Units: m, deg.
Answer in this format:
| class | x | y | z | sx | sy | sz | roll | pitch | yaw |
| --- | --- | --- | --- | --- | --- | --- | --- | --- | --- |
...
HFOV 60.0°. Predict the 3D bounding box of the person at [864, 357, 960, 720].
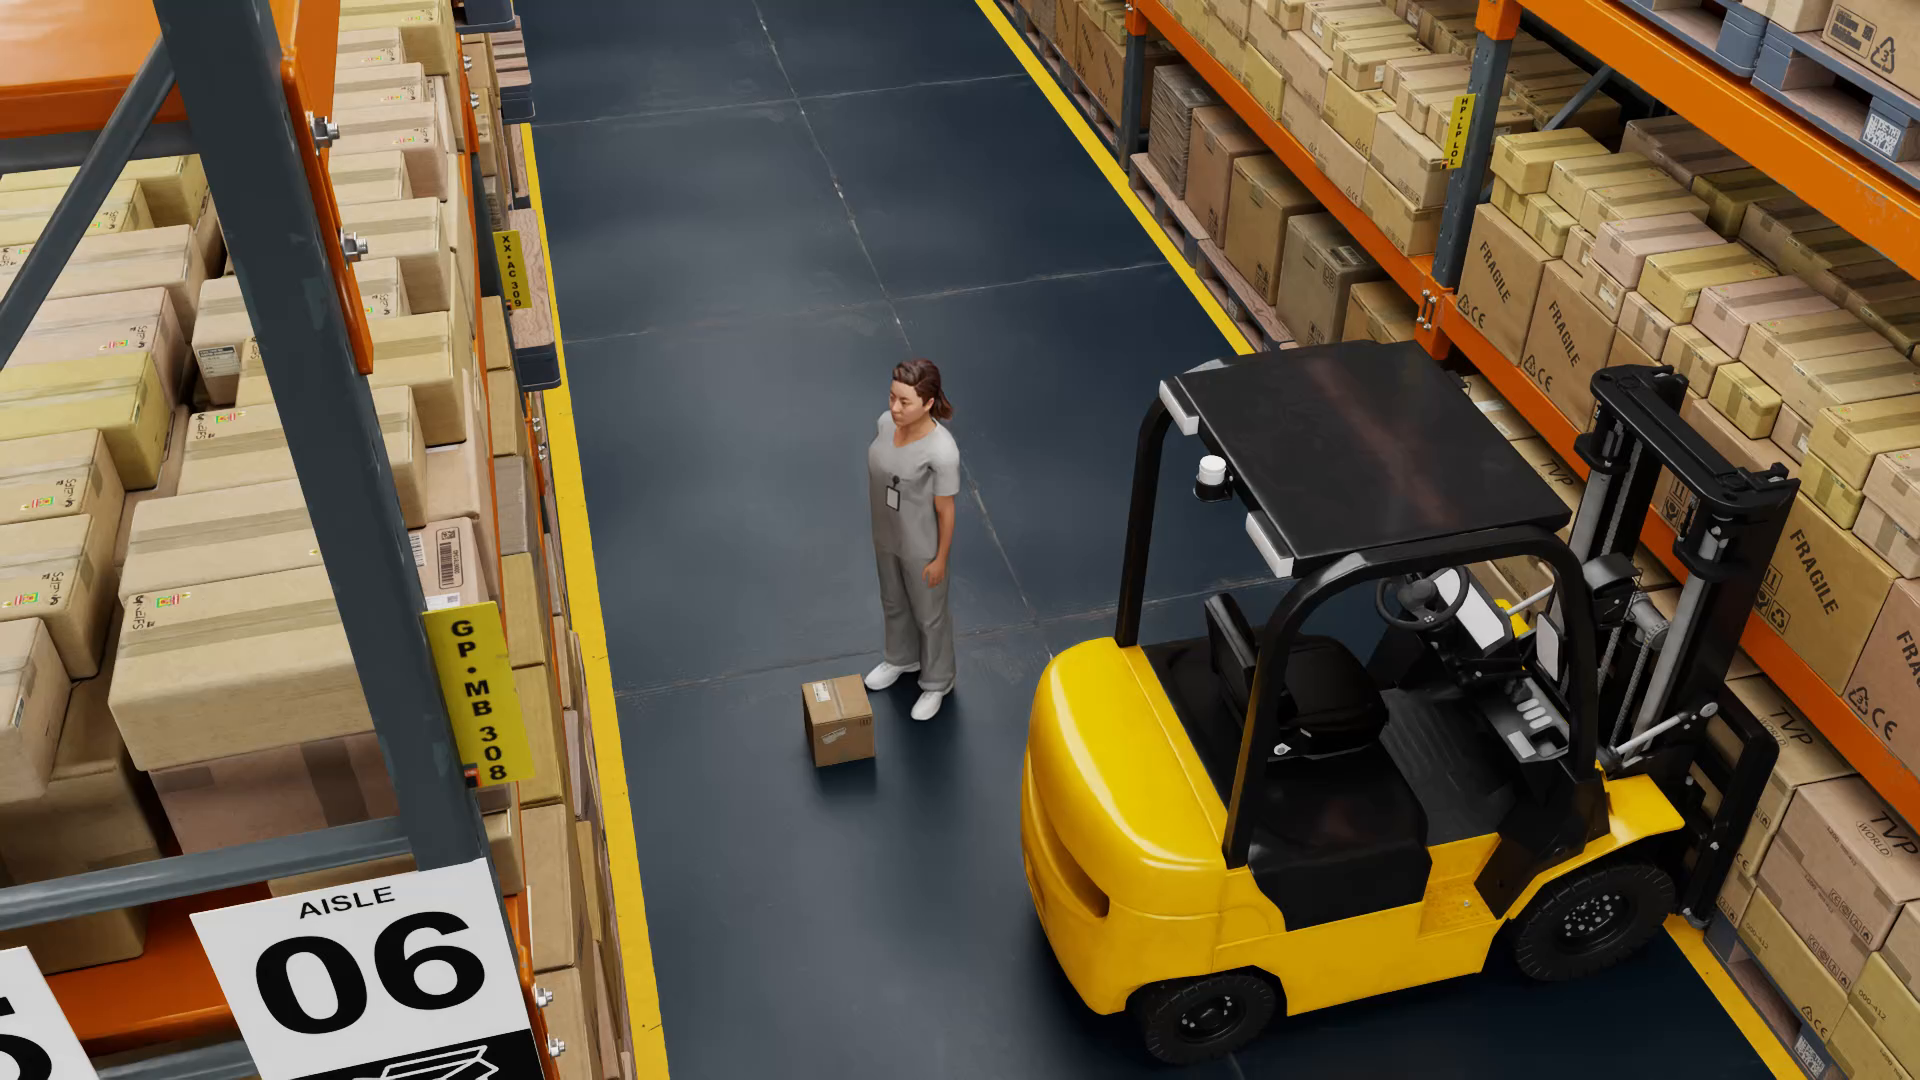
| class | x | y | z | sx | sy | sz | roll | pitch | yaw |
| --- | --- | --- | --- | --- | --- | --- | --- | --- | --- |
| person | -0.182 | 0.000 | 6.715 | 0.355 | 1.672 | 0.437 | -30 | 47 | -32 |
